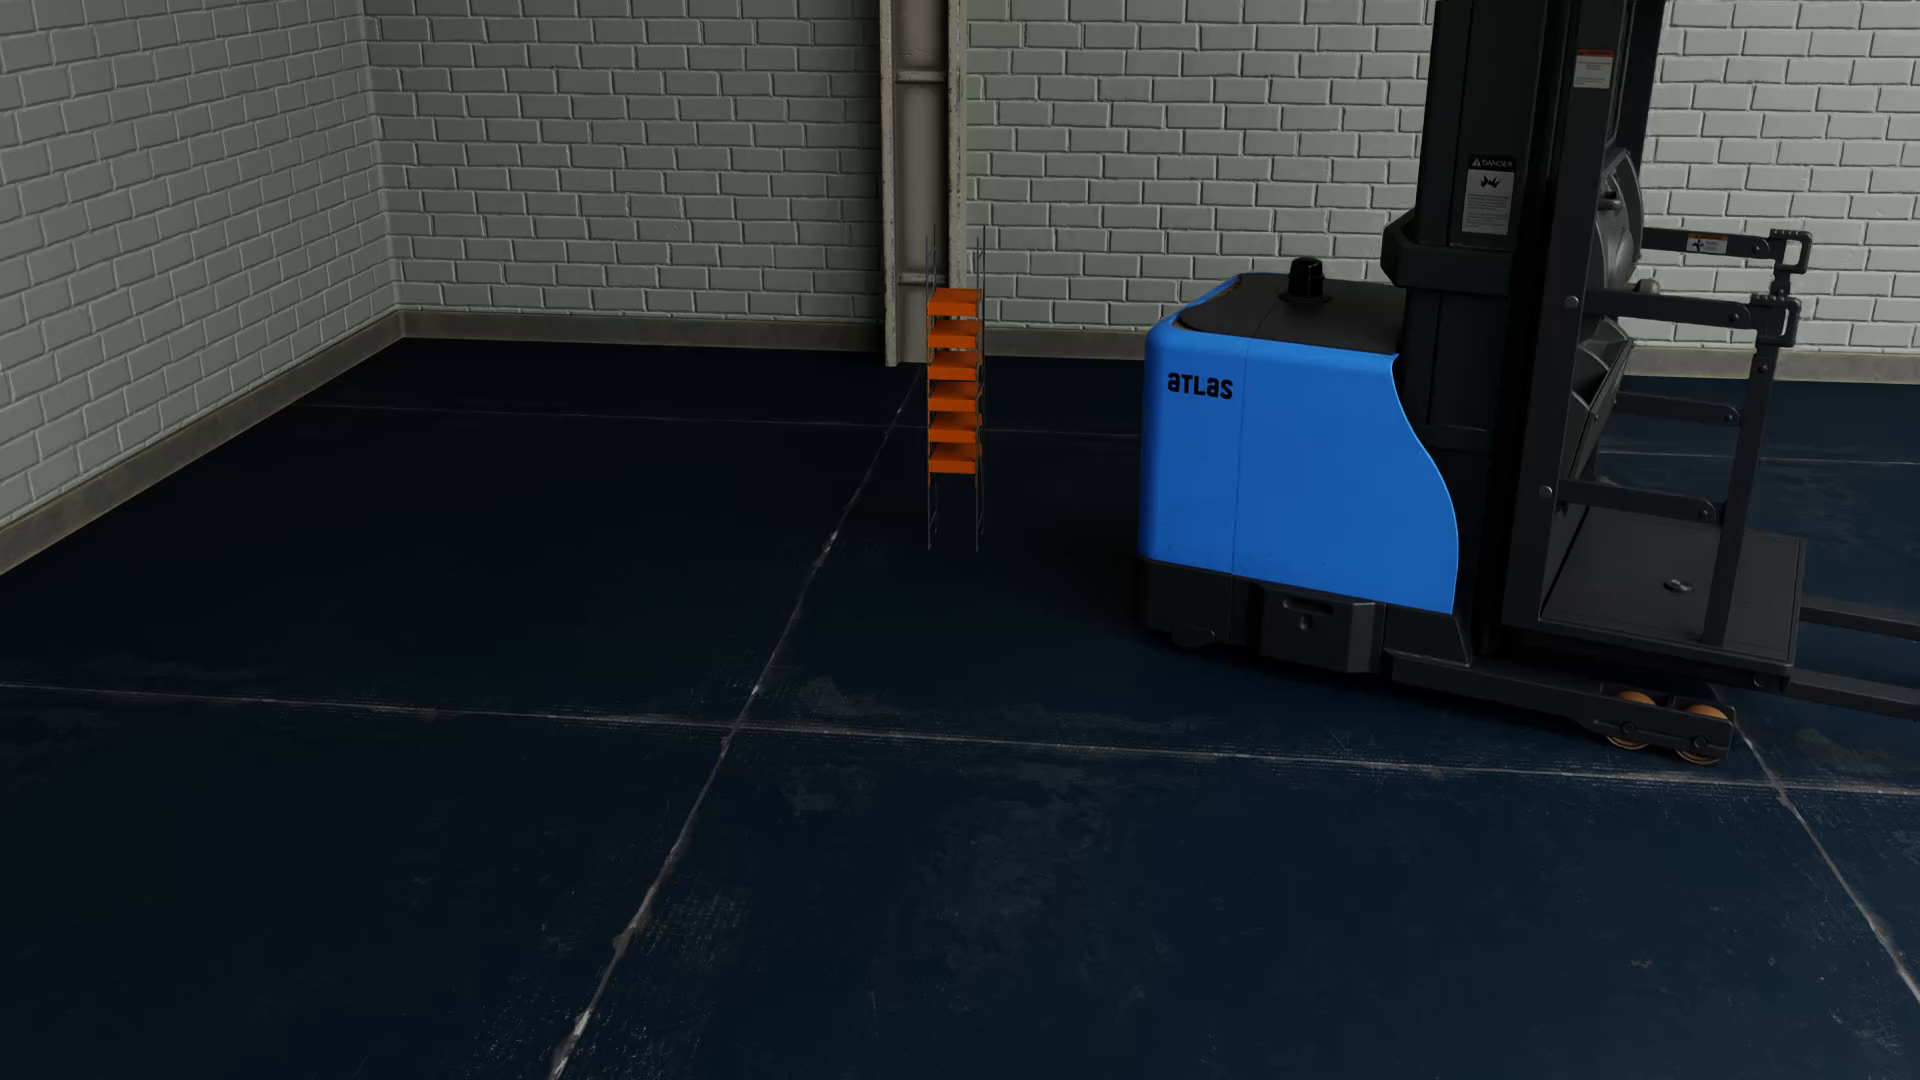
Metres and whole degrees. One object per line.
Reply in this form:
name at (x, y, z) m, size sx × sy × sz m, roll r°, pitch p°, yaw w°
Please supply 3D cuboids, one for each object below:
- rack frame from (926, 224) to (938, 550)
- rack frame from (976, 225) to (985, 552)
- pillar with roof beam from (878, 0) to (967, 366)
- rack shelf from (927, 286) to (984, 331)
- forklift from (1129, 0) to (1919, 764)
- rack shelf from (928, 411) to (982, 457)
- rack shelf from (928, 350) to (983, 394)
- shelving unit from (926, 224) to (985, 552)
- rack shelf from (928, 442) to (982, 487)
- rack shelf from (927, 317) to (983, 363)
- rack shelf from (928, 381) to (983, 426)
rack frame at (-0.105, -0.563, 6.231) m, size 0.006 × 1.200 × 0.240 m, roll 2°, pitch 22°, yaw 6°
rack frame at (0.077, -0.555, 6.211) m, size 0.006 × 1.200 × 0.240 m, roll 2°, pitch 22°, yaw 6°
pillar with roof beam at (-0.688, -3.577, 3.247) m, size 0.400 × 9.000 × 9.100 m, roll 2°, pitch 22°, yaw 6°
rack shelf at (-0.014, -0.852, 6.105) m, size 0.180 × 0.103 × 0.258 m, roll 2°, pitch 22°, yaw 6°
forklift at (2.120, -0.939, 4.828) m, size 3.031 × 2.935 × 1.130 m, roll 11°, pitch 24°, yaw 25°
rack shelf at (-0.014, -0.406, 6.281) m, size 0.180 × 0.103 × 0.258 m, roll 2°, pitch 22°, yaw 6°
rack shelf at (-0.014, -0.629, 6.193) m, size 0.180 × 0.103 × 0.258 m, roll 2°, pitch 22°, yaw 6°
shelving unit at (-0.014, -0.559, 6.221) m, size 0.189 × 1.200 × 0.258 m, roll 2°, pitch 22°, yaw 6°
rack shelf at (-0.014, -0.294, 6.325) m, size 0.180 × 0.103 × 0.258 m, roll 2°, pitch 22°, yaw 6°
rack shelf at (-0.014, -0.740, 6.149) m, size 0.180 × 0.103 × 0.258 m, roll 2°, pitch 22°, yaw 6°
rack shelf at (-0.014, -0.517, 6.237) m, size 0.180 × 0.103 × 0.258 m, roll 2°, pitch 22°, yaw 6°
